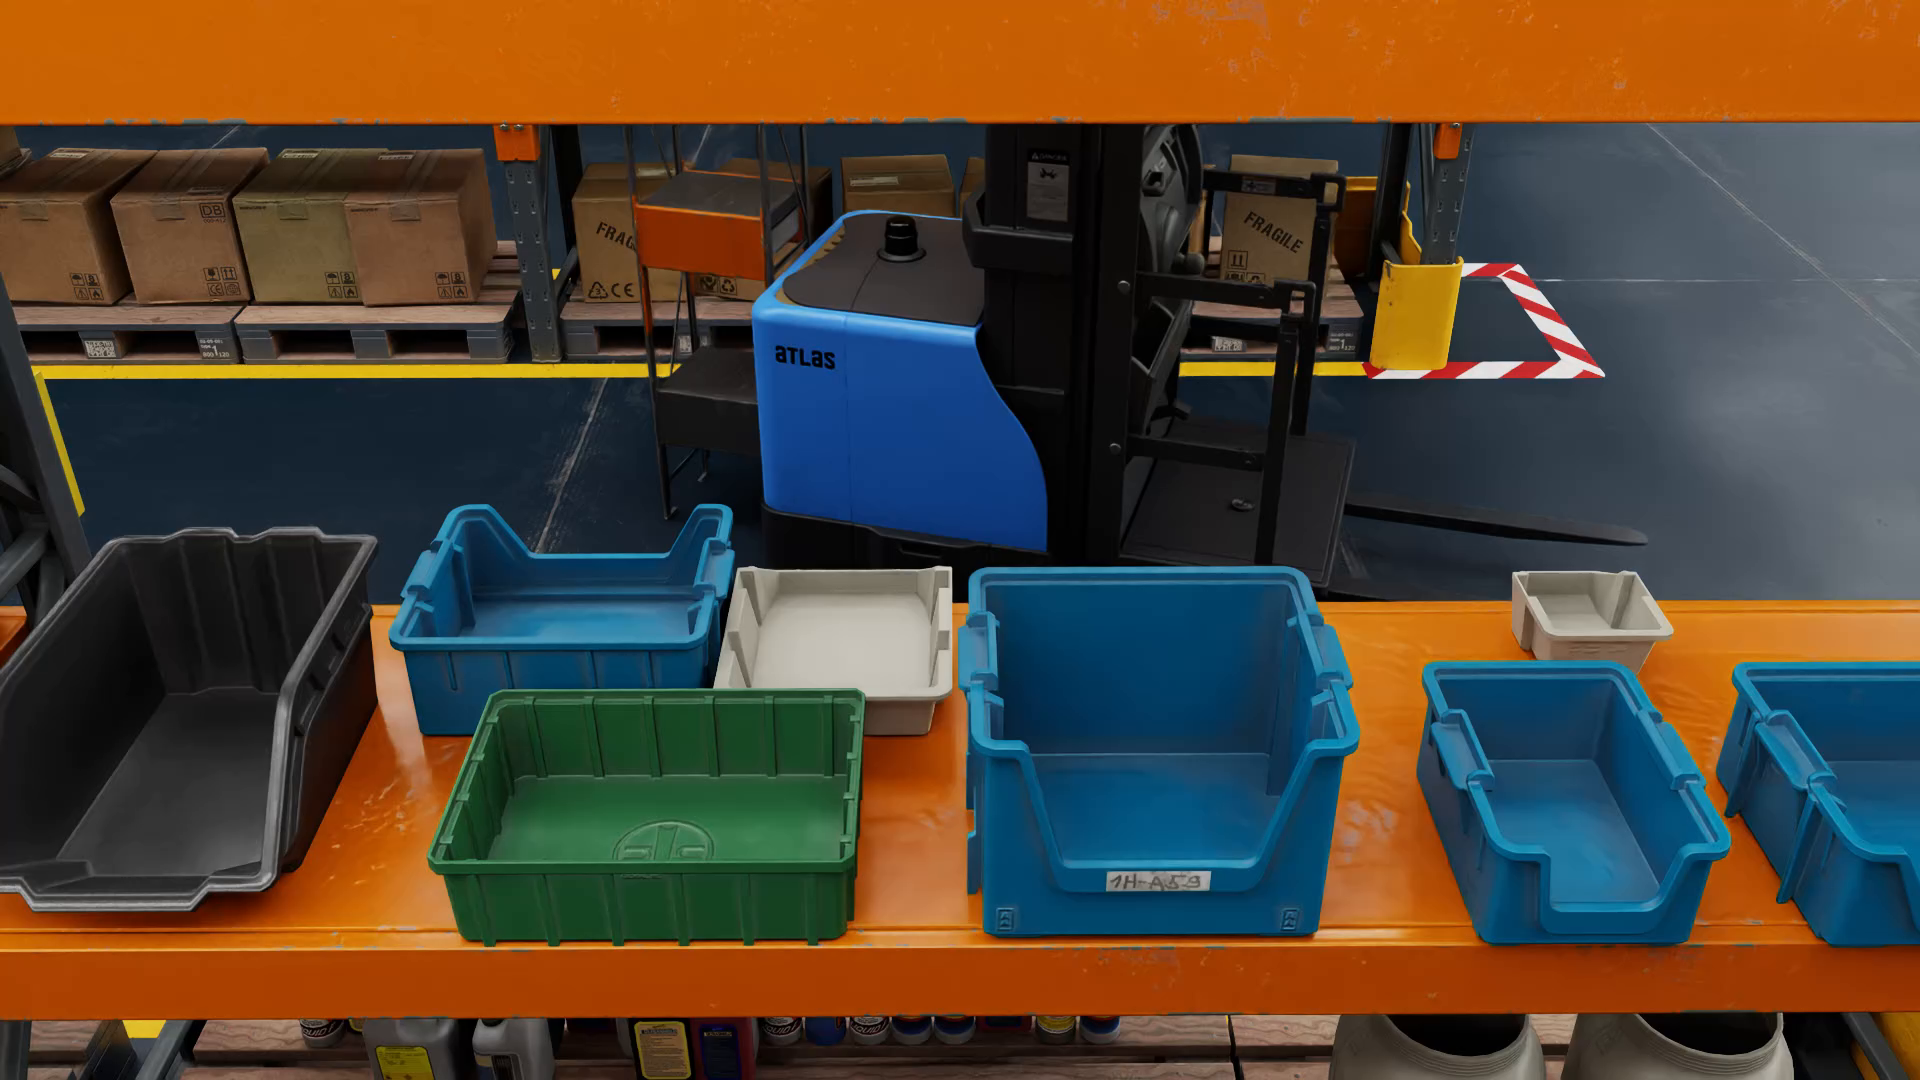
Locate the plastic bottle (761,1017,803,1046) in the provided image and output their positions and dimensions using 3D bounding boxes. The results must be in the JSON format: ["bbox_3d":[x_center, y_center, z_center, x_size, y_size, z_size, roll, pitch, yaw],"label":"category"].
[{"bbox_3d":[-0.418,1.070,3.869,0.097,0.201,0.097,0,31,0],"label":"plastic bottle"}]

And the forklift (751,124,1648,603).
[{"bbox_3d":[0.868,-1.134,5.294,3.031,2.935,1.130,9,32,14],"label":"forklift"}]

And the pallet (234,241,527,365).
[{"bbox_3d":[-2.664,-1.146,7.935,1.213,0.211,1.003,0,31,0],"label":"pallet"}]

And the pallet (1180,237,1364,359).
[{"bbox_3d":[1.226,-1.177,7.987,1.213,0.211,1.003,0,31,0],"label":"pallet"}]

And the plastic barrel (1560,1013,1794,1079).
[{"bbox_3d":[1.486,1.141,3.471,0.421,0.512,0.421,0,31,0],"label":"plastic barrel"}]

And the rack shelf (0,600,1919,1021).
[{"bbox_3d":[0.144,0.529,3.180,4.000,0.370,1.077,0,31,0],"label":"rack shelf"}]

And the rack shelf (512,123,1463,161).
[{"bbox_3d":[0.114,-2.040,7.414,4.000,0.370,1.077,0,31,0],"label":"rack shelf"}]

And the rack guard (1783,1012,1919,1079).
[{"bbox_3d":[2.068,1.308,3.611,0.348,0.500,1.175,0,31,0],"label":"rack guard"}]

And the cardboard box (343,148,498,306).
[{"bbox_3d":[-2.500,-1.470,7.767,0.500,0.500,0.700,-2,31,-4],"label":"cardboard box"}]

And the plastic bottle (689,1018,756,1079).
[{"bbox_3d":[-0.535,1.105,3.732,0.133,0.283,0.061,0,31,0],"label":"plastic bottle"}]

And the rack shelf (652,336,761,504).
[{"bbox_3d":[-0.836,-0.425,6.302,0.480,0.518,0.431,9,32,14],"label":"rack shelf"}]

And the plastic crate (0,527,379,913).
[{"bbox_3d":[-1.332,0.319,2.893,0.504,0.338,0.767,0,31,0],"label":"plastic crate"}]

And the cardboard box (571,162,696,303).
[{"bbox_3d":[-1.486,-1.433,7.725,0.500,0.500,0.500,-1,31,-2],"label":"cardboard box"}]

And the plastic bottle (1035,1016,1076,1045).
[{"bbox_3d":[0.226,1.068,3.872,0.097,0.201,0.097,0,31,0],"label":"plastic bottle"}]

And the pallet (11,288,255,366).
[{"bbox_3d":[-3.887,-1.141,7.927,1.213,0.211,1.003,0,31,0],"label":"pallet"}]

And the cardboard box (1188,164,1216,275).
[{"bbox_3d":[0.892,-1.452,7.756,0.500,0.500,0.500,8,32,13],"label":"cardboard box"}]

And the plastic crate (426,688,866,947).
[{"bbox_3d":[-0.497,0.460,2.804,0.662,0.188,0.450,0,31,0],"label":"plastic crate"}]

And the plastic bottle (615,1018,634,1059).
[{"bbox_3d":[-0.699,1.019,3.808,0.185,0.351,0.144,0,31,-1],"label":"plastic bottle"}]

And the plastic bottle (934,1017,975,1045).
[{"bbox_3d":[-0.014,1.039,3.853,0.097,0.271,0.097,0,31,0],"label":"plastic bottle"}]

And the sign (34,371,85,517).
[{"bbox_3d":[-1.848,-0.176,3.382,0.005,0.325,0.100,0,31,0],"label":"sign"}]

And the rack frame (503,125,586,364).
[{"bbox_3d":[-1.886,-2.341,7.217,0.127,3.000,1.000,0,31,0],"label":"rack frame"}]

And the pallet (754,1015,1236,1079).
[{"bbox_3d":[0.039,1.434,3.683,1.213,0.211,1.003,0,31,0],"label":"pallet"}]

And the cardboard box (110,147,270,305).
[{"bbox_3d":[-3.536,-1.476,7.777,0.500,0.500,0.700,-3,31,-5],"label":"cardboard box"}]

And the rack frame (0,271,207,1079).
[{"bbox_3d":[-1.856,0.228,2.983,0.127,3.000,1.000,0,31,0],"label":"rack frame"}]

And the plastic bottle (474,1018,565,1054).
[{"bbox_3d":[-1.022,1.020,3.807,0.185,0.351,0.144,-2,31,-3],"label":"plastic bottle"}]

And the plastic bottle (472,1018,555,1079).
[{"bbox_3d":[-0.996,1.129,3.700,0.135,0.276,0.152,0,31,0],"label":"plastic bottle"}]

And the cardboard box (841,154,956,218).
[{"bbox_3d":[-0.292,-1.481,7.805,0.500,0.500,0.500,-3,31,-5],"label":"cardboard box"}]

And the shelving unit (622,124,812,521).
[{"bbox_3d":[-0.836,-1.035,5.932,0.503,2.100,0.431,9,32,14],"label":"shelving unit"}]

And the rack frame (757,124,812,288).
[{"bbox_3d":[-0.602,-0.999,5.873,0.015,2.100,0.400,9,32,14],"label":"rack frame"}]

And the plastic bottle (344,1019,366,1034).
[{"bbox_3d":[-1.377,1.028,3.858,0.133,0.283,0.061,1,31,2],"label":"plastic bottle"}]

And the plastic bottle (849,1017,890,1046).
[{"bbox_3d":[-0.213,1.069,3.870,0.097,0.201,0.097,0,31,0],"label":"plastic bottle"}]

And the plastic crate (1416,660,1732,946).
[{"bbox_3d":[0.996,0.435,2.785,0.408,0.251,0.499,0,31,0],"label":"plastic crate"}]

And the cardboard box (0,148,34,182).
[{"bbox_3d":[-4.661,-1.469,7.765,0.500,0.500,0.700,-3,31,-4],"label":"cardboard box"}]

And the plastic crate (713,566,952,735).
[{"bbox_3d":[-0.234,0.204,3.276,0.437,0.136,0.530,0,31,0],"label":"plastic crate"}]
